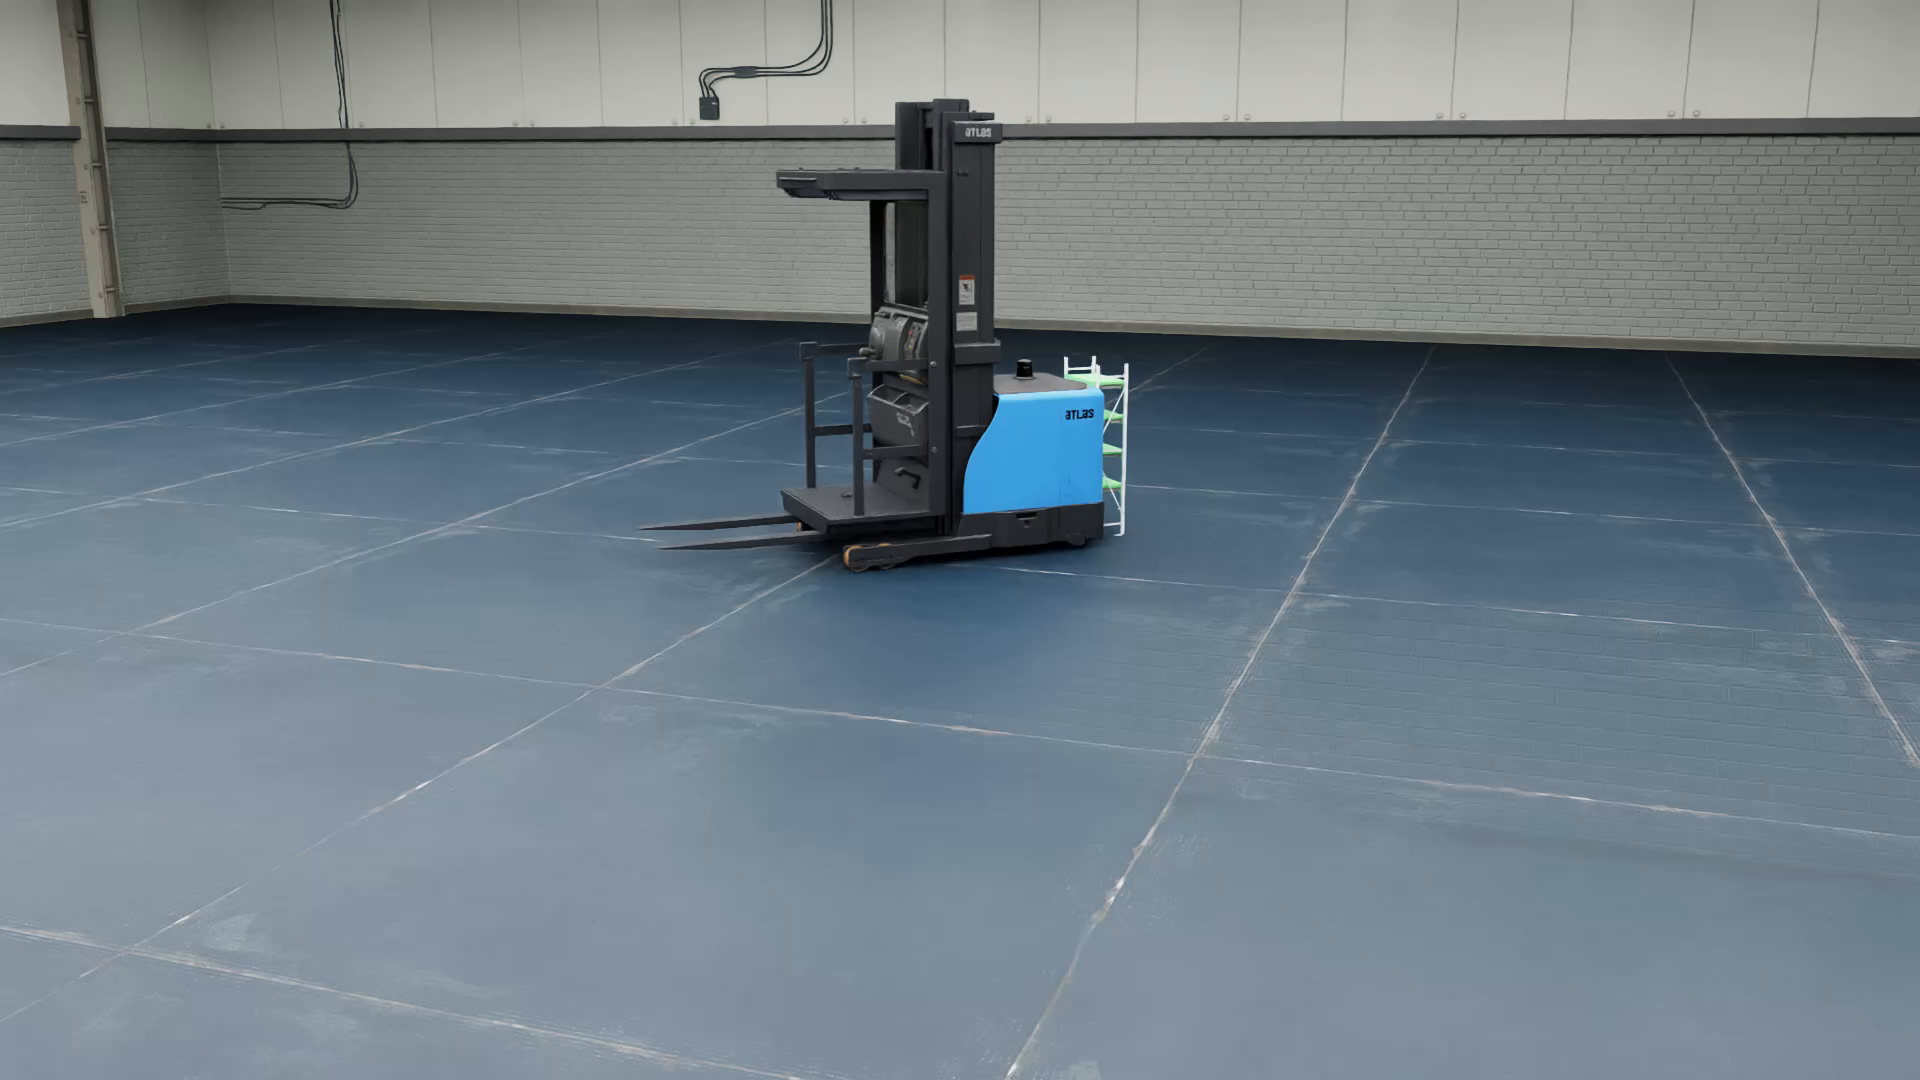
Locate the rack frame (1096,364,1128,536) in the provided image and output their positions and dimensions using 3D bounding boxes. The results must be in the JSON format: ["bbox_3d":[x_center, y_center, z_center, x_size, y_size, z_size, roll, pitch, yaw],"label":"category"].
[{"bbox_3d":[1.037,-0.612,11.469,0.240,1.200,0.015,-5,14,-22],"label":"rack frame"}]

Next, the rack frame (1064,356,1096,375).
[{"bbox_3d":[0.847,-0.712,11.907,0.240,1.200,0.015,-5,14,-22],"label":"rack frame"}]

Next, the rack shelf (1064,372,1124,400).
[{"bbox_3d":[0.944,-1.068,11.596,0.258,0.148,0.480,-5,14,-22],"label":"rack shelf"}]

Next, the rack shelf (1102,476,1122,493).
[{"bbox_3d":[0.941,-0.365,11.755,0.258,0.148,0.480,-5,14,-22],"label":"rack shelf"}]

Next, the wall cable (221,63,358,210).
[{"bbox_3d":[-12.069,-7.143,29.539,3.097,2.526,0.112,4,14,18],"label":"wall cable"}]

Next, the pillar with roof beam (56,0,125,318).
[{"bbox_3d":[-10.200,-7.822,25.535,9.100,9.000,0.400,4,14,18],"label":"pillar with roof beam"}]

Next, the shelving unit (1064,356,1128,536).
[{"bbox_3d":[0.942,-0.662,11.688,0.258,1.200,0.503,-5,14,-22],"label":"shelving unit"}]

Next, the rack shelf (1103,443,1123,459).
[{"bbox_3d":[0.942,-0.599,11.702,0.258,0.148,0.480,-5,14,-22],"label":"rack shelf"}]

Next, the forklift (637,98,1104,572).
[{"bbox_3d":[-0.588,-1.359,10.857,3.031,2.935,1.130,-5,14,-22],"label":"forklift"}]

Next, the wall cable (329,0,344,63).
[{"bbox_3d":[-9.510,-9.411,28.124,3.097,2.526,0.112,4,14,18],"label":"wall cable"}]

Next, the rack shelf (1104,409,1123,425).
[{"bbox_3d":[0.943,-0.834,11.649,0.258,0.148,0.480,-5,14,-22],"label":"rack shelf"}]

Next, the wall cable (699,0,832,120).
[{"bbox_3d":[-3.092,-9.628,25.806,2.305,6.003,0.169,4,14,18],"label":"wall cable"}]
